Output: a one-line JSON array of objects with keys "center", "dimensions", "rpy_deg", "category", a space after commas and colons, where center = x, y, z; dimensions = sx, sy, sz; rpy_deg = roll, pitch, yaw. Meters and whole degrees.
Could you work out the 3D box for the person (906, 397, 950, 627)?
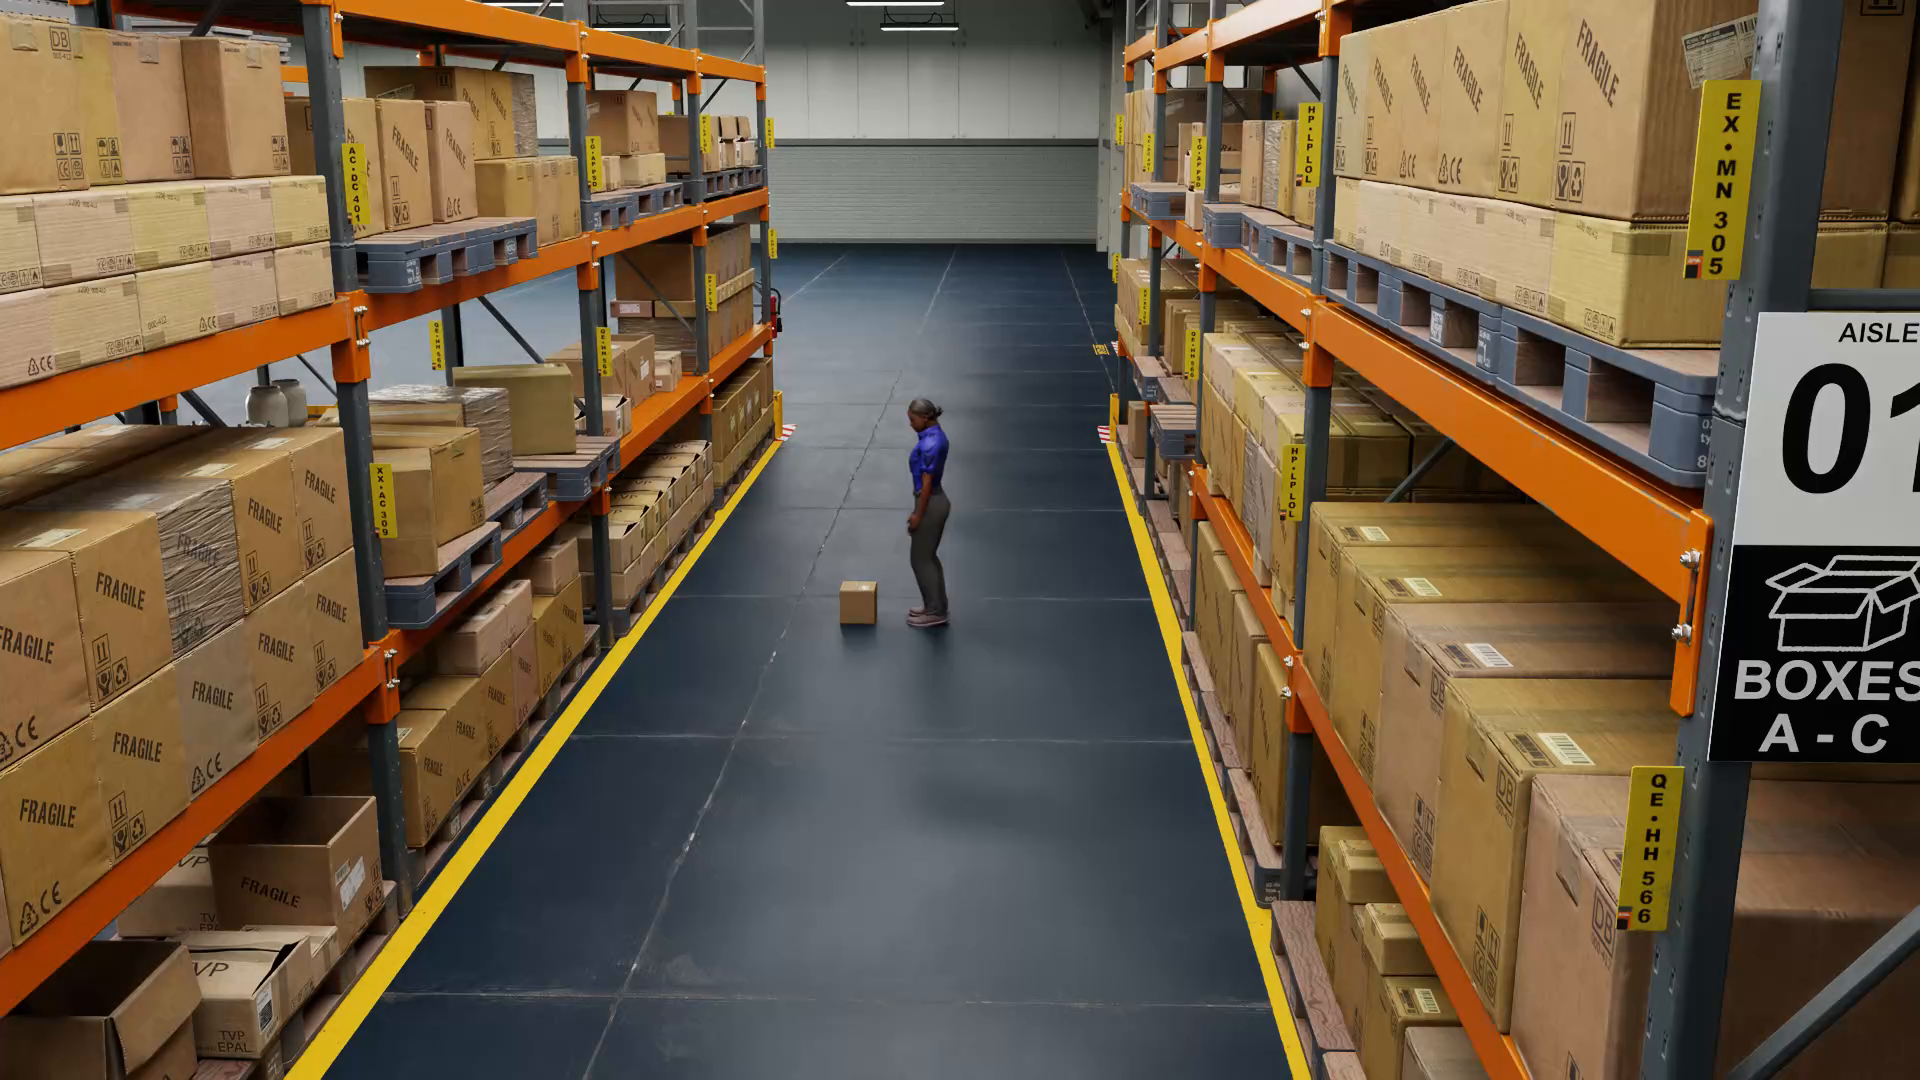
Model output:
[{"center": [-0.230, -0.205, 11.882], "dimensions": [0.314, 1.643, 0.443], "rpy_deg": [1, 14, 3], "category": "person"}]
